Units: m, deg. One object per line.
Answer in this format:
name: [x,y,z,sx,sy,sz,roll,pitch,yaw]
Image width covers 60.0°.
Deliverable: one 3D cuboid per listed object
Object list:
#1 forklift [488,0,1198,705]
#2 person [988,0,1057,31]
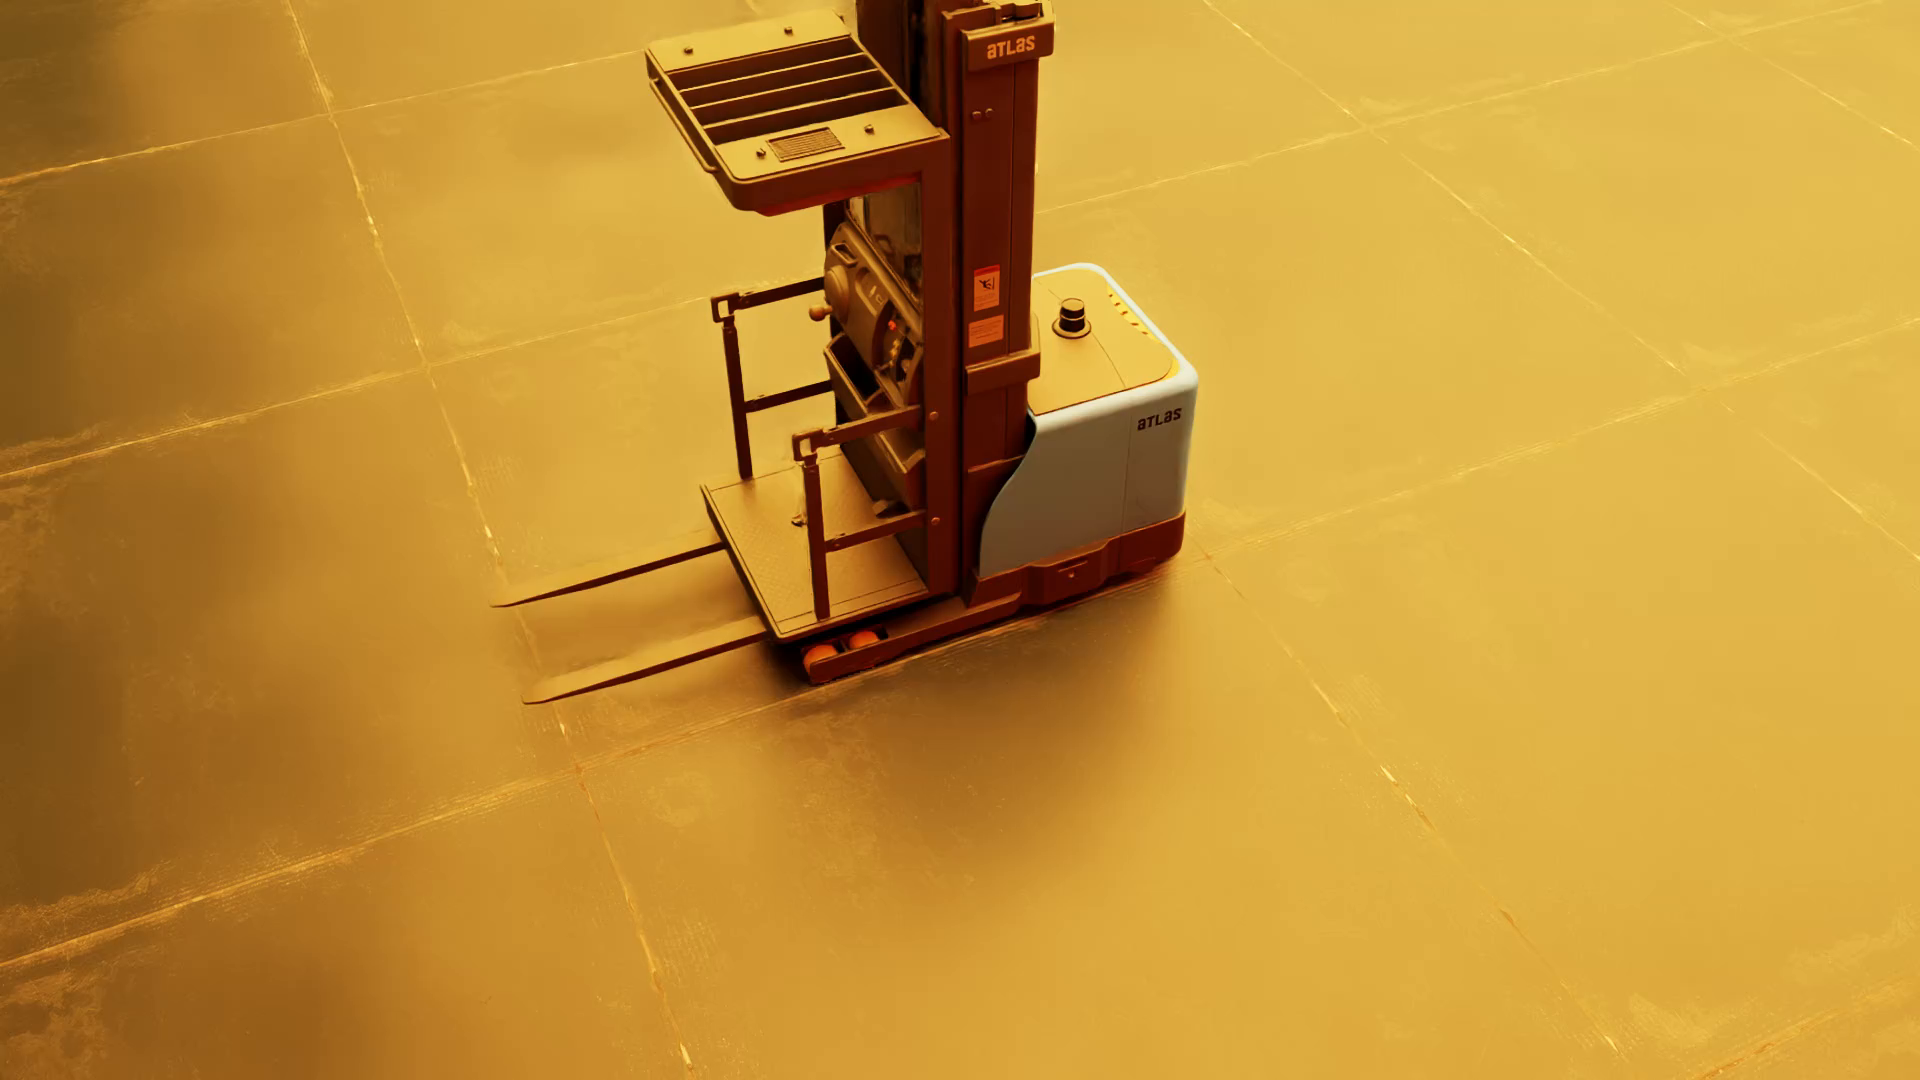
forklift: [-0.536,-0.871,6.613,3.031,2.935,1.130,-17,46,-17]
person: [0.269,-2.887,9.769,0.593,1.635,0.730,2,43,2]
